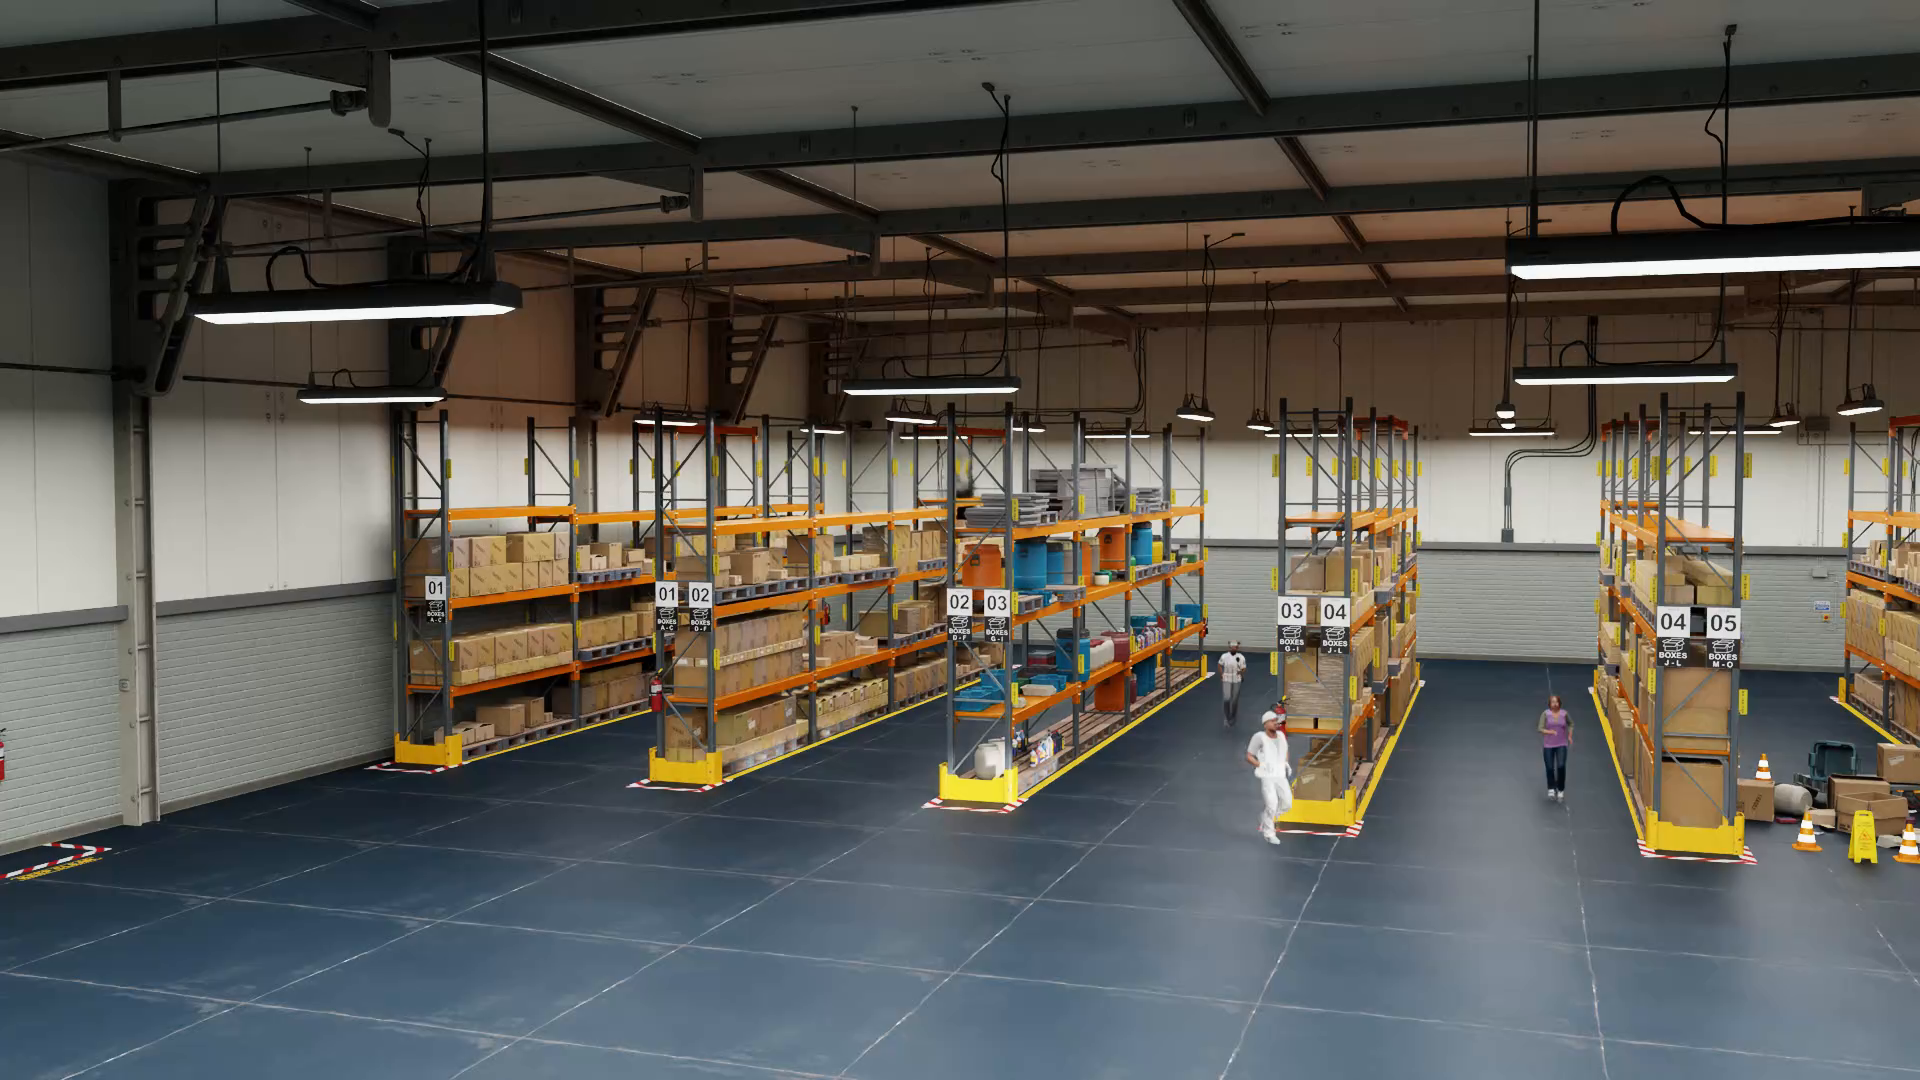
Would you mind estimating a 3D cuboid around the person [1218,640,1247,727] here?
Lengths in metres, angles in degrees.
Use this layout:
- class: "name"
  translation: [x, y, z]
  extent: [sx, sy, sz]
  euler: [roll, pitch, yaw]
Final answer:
- class: "person"
  translation: [5.283, 2.784, 32.281]
  extent: [0.550, 1.721, 0.691]
  euler: [0, 2, 7]

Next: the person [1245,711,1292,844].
- class: "person"
  translation: [4.193, 3.187, 22.305]
  extent: [0.735, 1.771, 0.581]
  euler: [-1, 3, -28]

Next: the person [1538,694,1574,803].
- class: "person"
  translation: [8.953, 3.182, 24.996]
  extent: [0.508, 1.503, 0.672]
  euler: [1, 3, 20]
